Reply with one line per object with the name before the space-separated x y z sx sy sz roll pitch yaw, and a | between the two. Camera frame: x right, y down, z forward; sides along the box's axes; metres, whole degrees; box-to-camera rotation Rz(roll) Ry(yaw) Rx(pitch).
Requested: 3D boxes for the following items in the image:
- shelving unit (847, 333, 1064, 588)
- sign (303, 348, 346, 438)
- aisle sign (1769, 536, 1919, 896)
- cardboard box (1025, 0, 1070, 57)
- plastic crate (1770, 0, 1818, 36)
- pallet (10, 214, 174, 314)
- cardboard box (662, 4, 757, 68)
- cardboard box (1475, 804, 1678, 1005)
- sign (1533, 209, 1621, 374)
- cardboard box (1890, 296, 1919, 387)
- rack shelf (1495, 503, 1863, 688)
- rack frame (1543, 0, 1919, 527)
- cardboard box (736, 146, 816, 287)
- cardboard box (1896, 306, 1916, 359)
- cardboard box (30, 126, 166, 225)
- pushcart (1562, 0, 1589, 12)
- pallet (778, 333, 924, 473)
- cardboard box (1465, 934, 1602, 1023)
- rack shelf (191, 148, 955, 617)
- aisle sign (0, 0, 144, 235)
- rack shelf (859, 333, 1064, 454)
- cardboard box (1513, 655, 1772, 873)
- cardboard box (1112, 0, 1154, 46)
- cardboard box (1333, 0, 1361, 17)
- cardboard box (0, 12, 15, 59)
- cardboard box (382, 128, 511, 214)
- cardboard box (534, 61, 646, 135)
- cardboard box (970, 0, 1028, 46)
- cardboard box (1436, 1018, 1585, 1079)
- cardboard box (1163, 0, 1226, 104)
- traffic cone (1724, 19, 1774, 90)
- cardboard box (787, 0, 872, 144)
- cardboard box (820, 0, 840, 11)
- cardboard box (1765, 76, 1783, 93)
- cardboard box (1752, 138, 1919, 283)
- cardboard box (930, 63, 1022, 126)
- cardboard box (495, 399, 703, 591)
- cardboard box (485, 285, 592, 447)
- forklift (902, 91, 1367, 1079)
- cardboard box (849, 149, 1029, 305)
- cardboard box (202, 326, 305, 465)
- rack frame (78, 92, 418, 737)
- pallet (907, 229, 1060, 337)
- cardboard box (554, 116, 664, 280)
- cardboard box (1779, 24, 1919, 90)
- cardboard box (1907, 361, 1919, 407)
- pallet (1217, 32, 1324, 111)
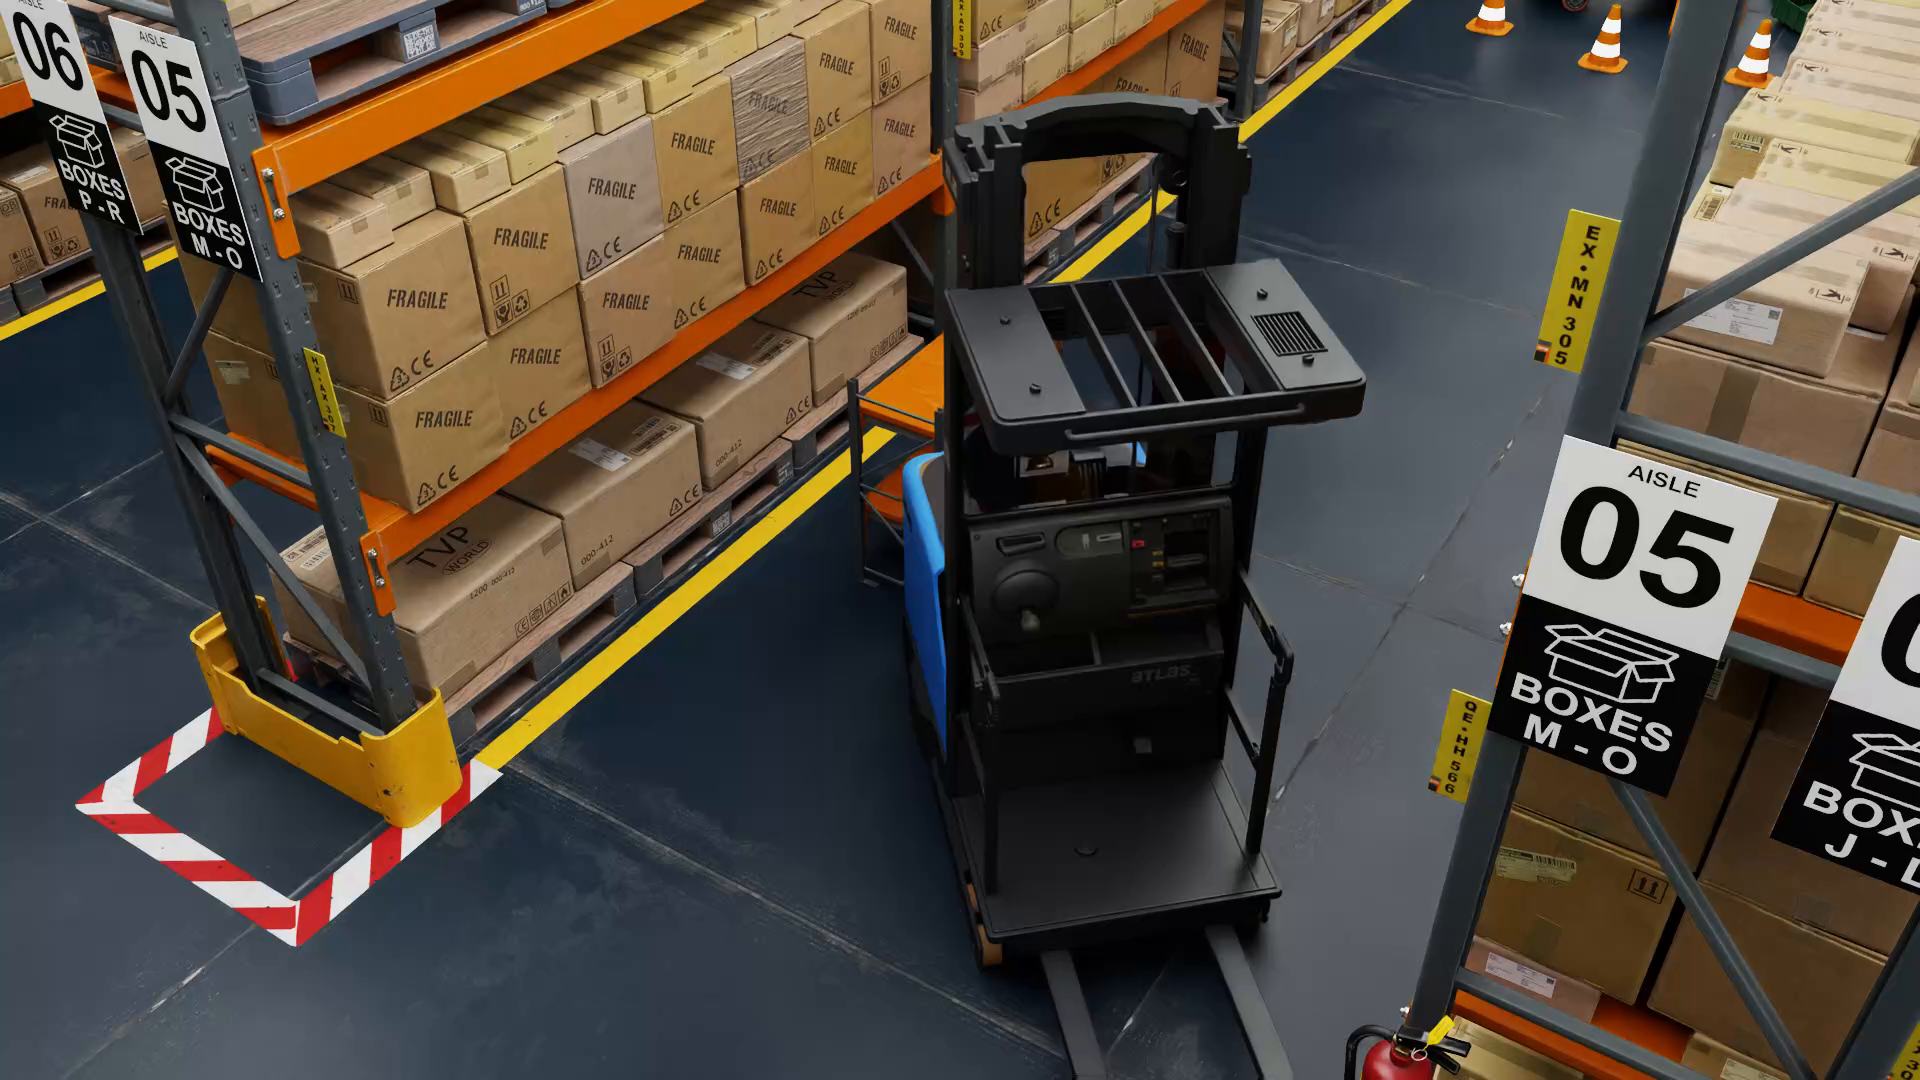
shelving unit | -0.004 -0.442 7.842 0.538 1.125 1.048 21 42 25
sign | -2.139 -0.494 5.599 0.100 0.325 0.005 21 42 25
aisle sign | 1.844 0.369 3.125 0.394 0.787 0.004 21 42 25
cardboard box | 0.268 -2.917 9.230 0.500 0.250 0.500 22 43 26
plastic crate | 7.046 -4.351 13.632 0.662 0.188 0.450 -18 51 -22
pallet | -5.676 -1.898 10.479 1.003 0.211 1.213 21 42 25
cardboard box | -1.096 -2.157 7.099 0.380 0.149 0.250 20 42 24
cardboard box | 1.653 0.790 4.383 0.500 0.500 0.500 22 43 26
sign | 1.172 -0.468 3.157 0.100 0.325 0.005 21 42 25
cardboard box | 2.363 -0.474 3.605 0.500 0.250 0.500 21 42 25
rack shelf | 2.701 -0.671 4.736 1.077 0.370 4.000 21 42 25
rack frame | 1.630 -1.113 2.263 1.000 3.000 0.127 21 42 25
cardboard box | -1.022 -1.552 7.664 0.500 0.500 0.500 21 42 24
cardboard box | 2.637 -0.553 4.116 0.500 0.250 0.500 20 42 24
cardboard box | -5.343 -2.350 10.484 0.700 0.500 0.500 20 42 23
pushcart | 5.777 -4.732 14.019 1.648 0.377 0.936 8 38 10
pallet | -0.934 -0.895 9.178 1.003 0.211 1.213 21 42 25
cardboard box | 1.566 1.102 4.509 0.380 0.149 0.250 21 42 25
rack shelf | -1.532 -1.050 7.684 1.077 0.370 4.000 21 42 25
aisle sign | -2.904 -1.398 5.417 0.394 0.787 0.004 21 42 25
rack shelf | -0.004 -0.674 7.663 0.538 0.278 1.000 21 42 25
cardboard box | 1.665 0.392 4.079 0.500 0.500 0.500 20 42 24
cardboard box | 0.837 -3.228 10.043 0.500 0.250 0.500 20 42 24
cardboard box | 2.793 -4.614 13.526 0.950 0.372 0.625 23 43 27
cardboard box | -5.532 -2.923 9.404 0.500 0.250 0.500 20 42 24
cardboard box | -1.864 -1.344 6.044 0.380 0.149 0.250 23 43 26
cardboard box | -1.473 -1.753 6.575 0.380 0.149 0.250 22 43 26
cardboard box | 0.017 -2.935 8.639 0.500 0.500 0.500 22 43 26
cardboard box | 1.699 1.634 5.117 0.380 0.149 0.250 22 43 26
cardboard box | 1.242 -3.424 11.571 0.875 0.875 0.875 21 42 25
traffic cone | 6.065 -3.721 12.638 0.336 0.463 0.334 21 42 25
cardboard box | -0.759 -2.209 7.698 0.500 0.500 0.500 21 42 24
cardboard box | -0.732 -2.570 7.634 0.380 0.149 0.250 21 42 25
cardboard box | 2.211 -0.912 4.172 0.500 0.250 0.500 22 43 26
cardboard box | 1.911 -0.717 3.592 0.380 0.149 0.250 20 42 24
cardboard box | -0.002 -2.447 9.030 0.500 0.250 0.500 20 42 24
cardboard box | -1.852 -0.303 7.881 0.875 0.438 0.875 22 43 26
cardboard box | -1.857 -0.767 6.646 0.500 0.500 0.500 21 42 25
forklift | 0.539 0.162 5.578 1.130 2.935 3.031 -7 38 -9
cardboard box | -0.196 -2.037 9.771 0.875 0.875 0.875 23 43 26
cardboard box | -2.569 -0.679 6.532 0.500 0.500 0.500 21 42 25
rack frame | -2.604 -0.304 6.127 1.000 3.000 0.127 21 42 25
pallet | -0.111 -1.684 10.201 1.003 0.211 1.213 21 42 25
cardboard box | -1.566 -1.431 6.688 0.500 0.500 0.500 21 42 25
cardboard box | 2.273 -1.139 4.140 0.380 0.149 0.250 22 43 26
cardboard box | 1.996 -0.314 3.070 0.380 0.149 0.250 21 42 25
pallet | 2.102 -3.726 12.850 1.003 0.211 1.213 21 42 25
